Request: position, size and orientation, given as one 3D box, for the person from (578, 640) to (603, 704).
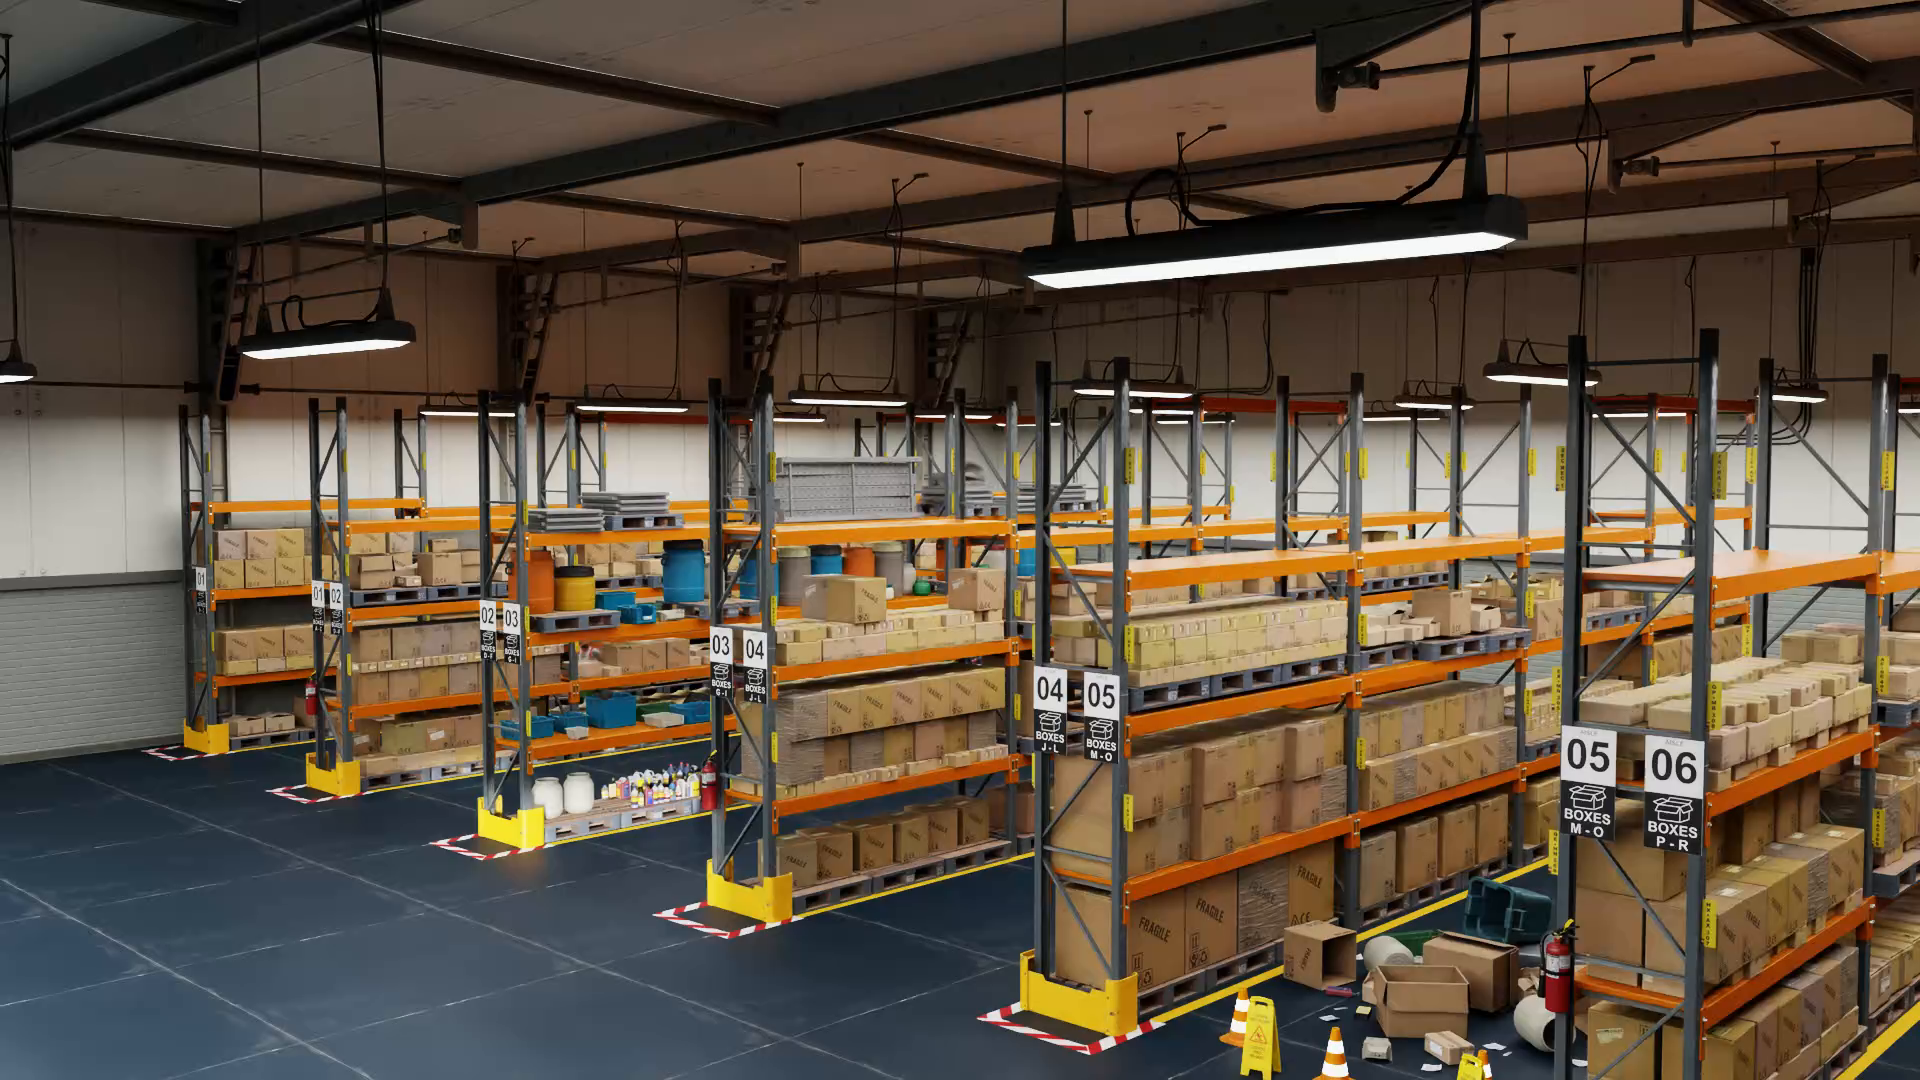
[{"bbox_3d":[-7.111,2.624,31.903,0.644,1.735,0.675,1,3,21],"label":"person"}]
